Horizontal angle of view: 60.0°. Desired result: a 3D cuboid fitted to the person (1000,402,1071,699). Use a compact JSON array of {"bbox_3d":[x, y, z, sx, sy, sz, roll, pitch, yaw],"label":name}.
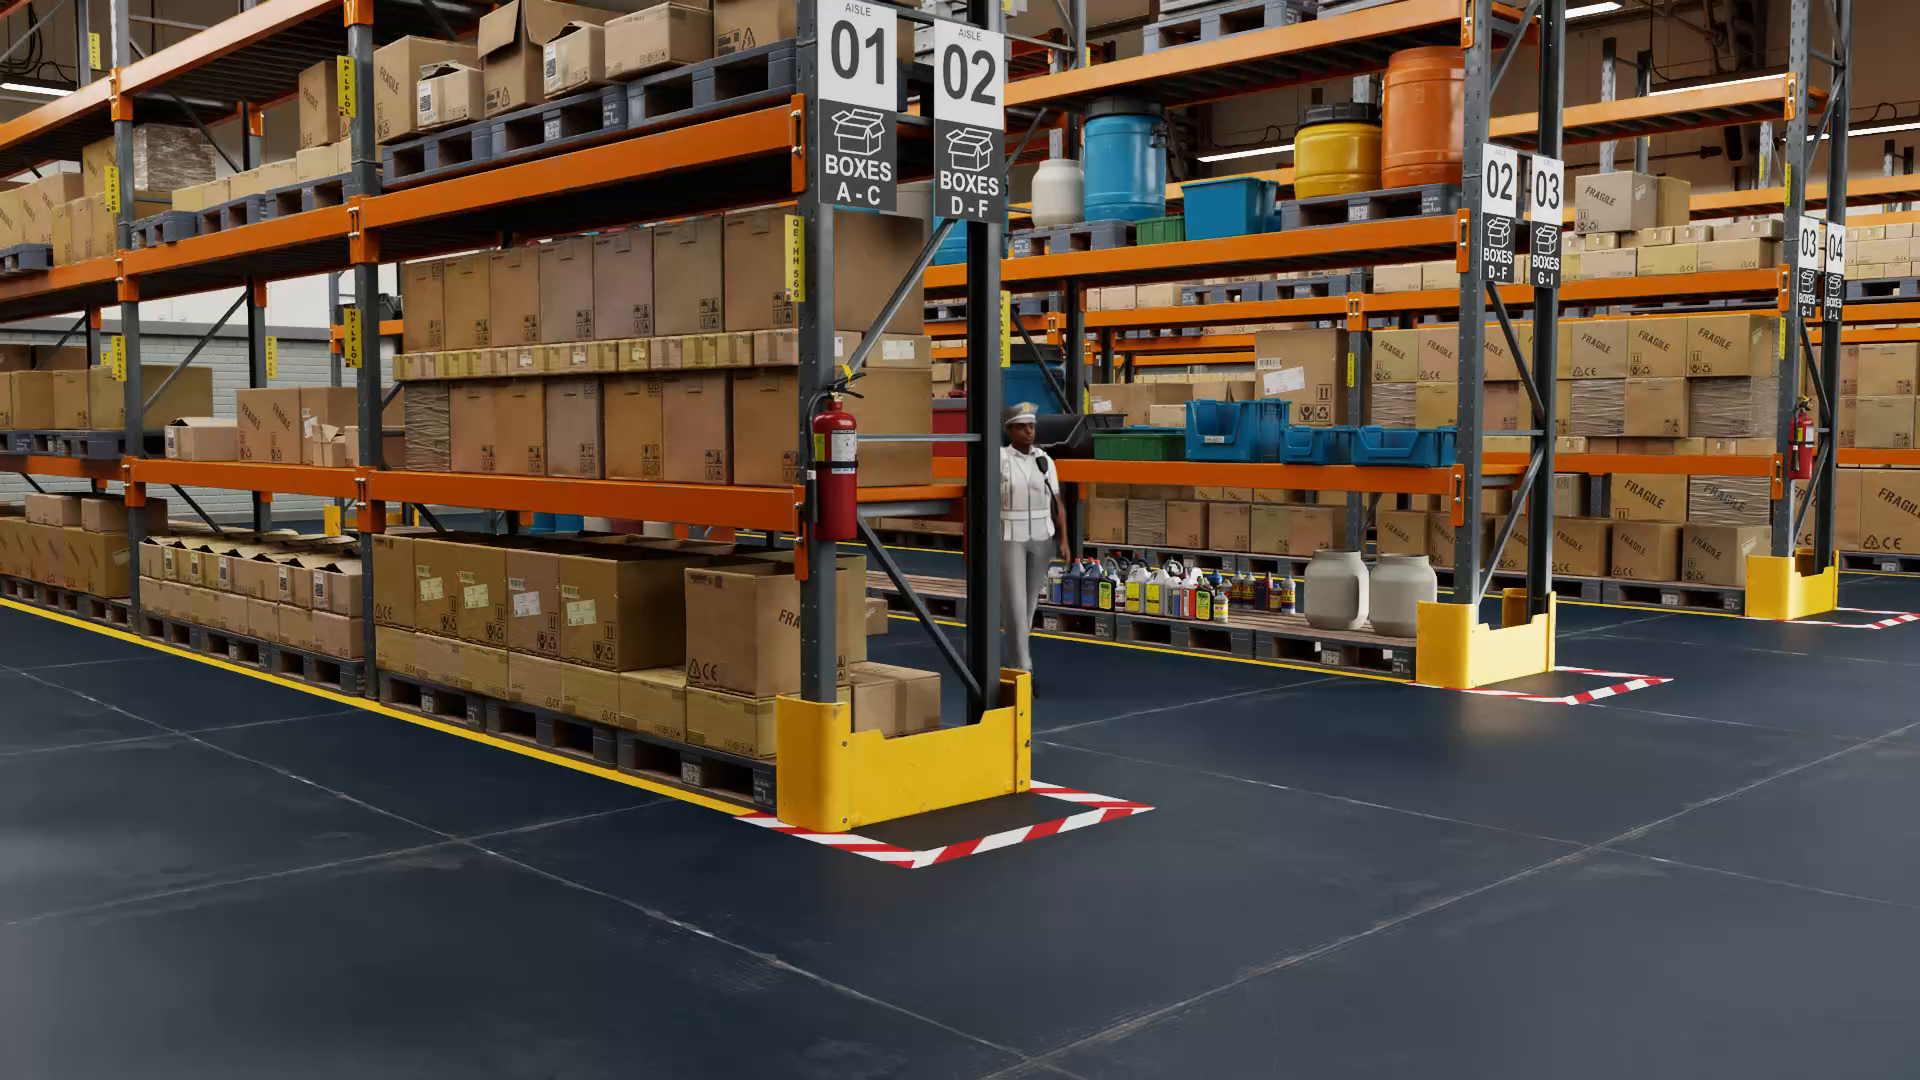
[{"bbox_3d":[0.398,0.043,9.808,0.486,1.714,0.778,-1,4,-19],"label":"person"}]
